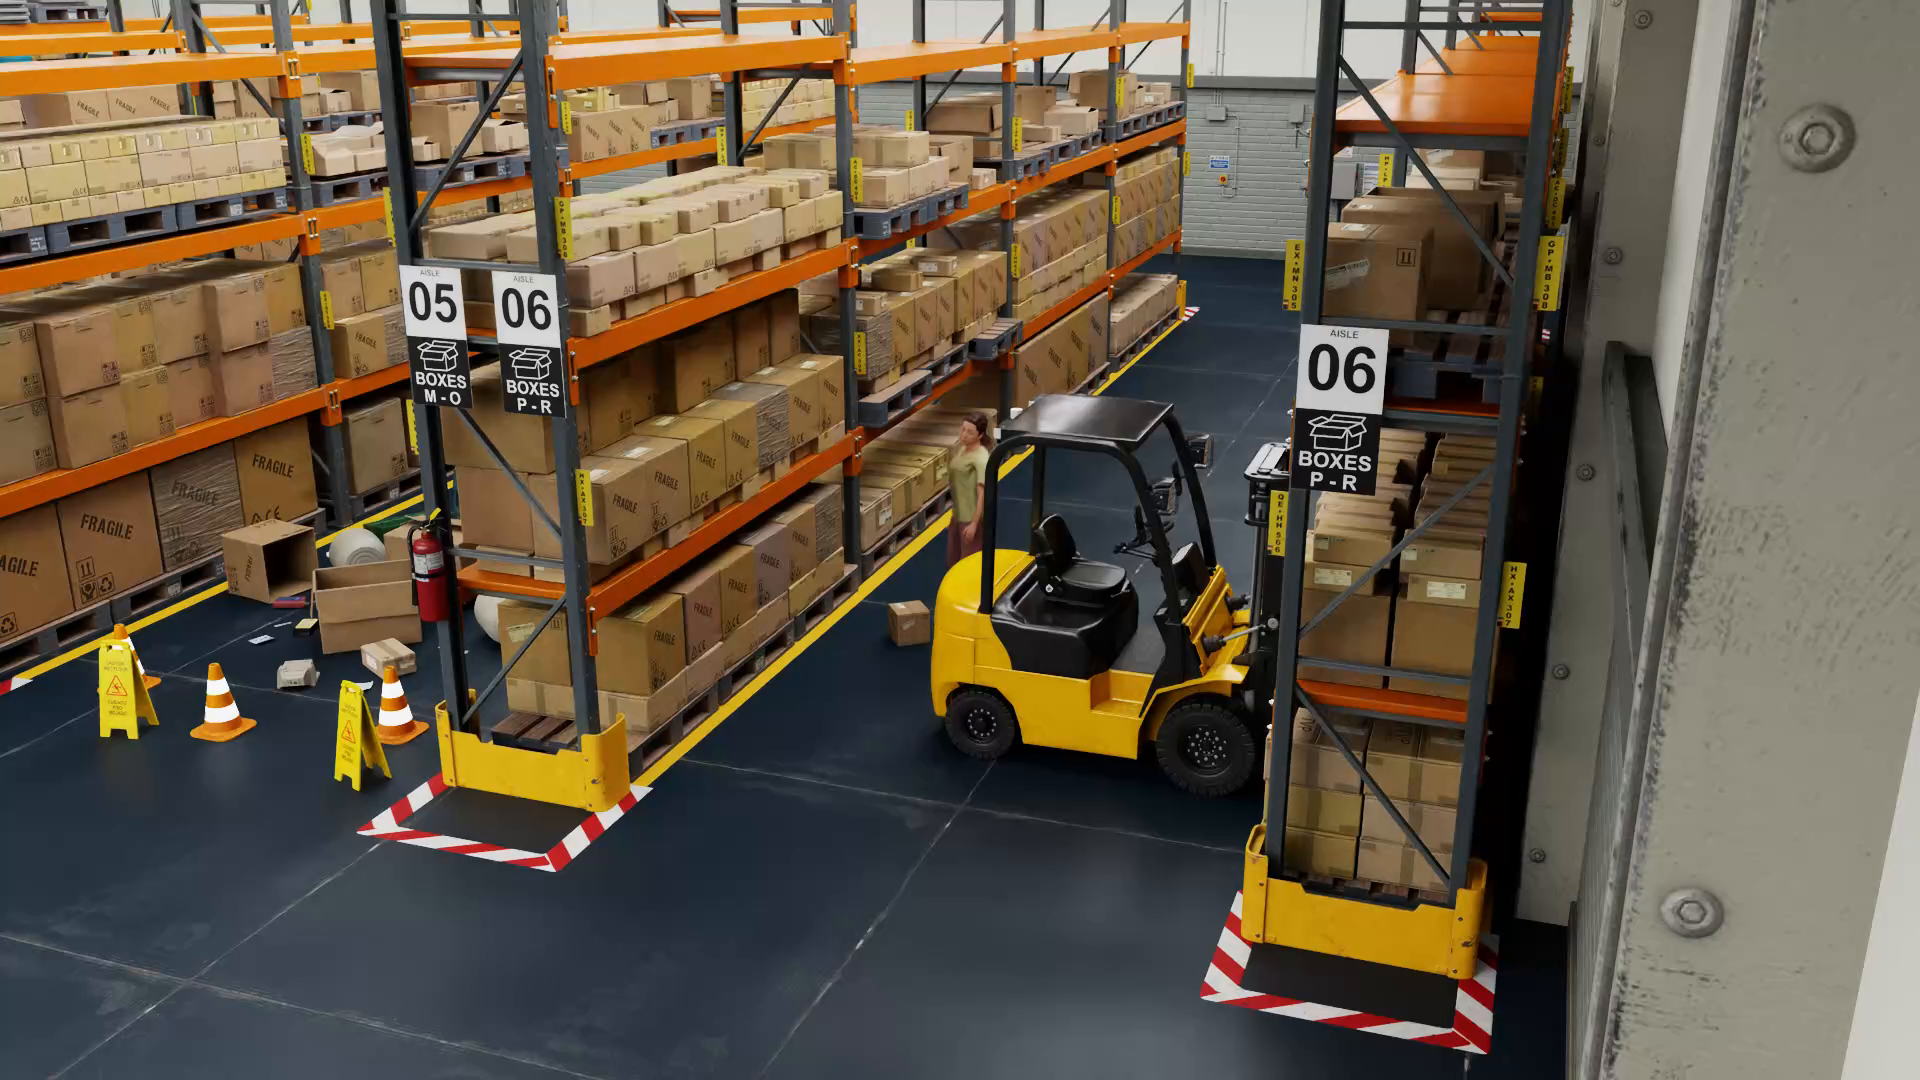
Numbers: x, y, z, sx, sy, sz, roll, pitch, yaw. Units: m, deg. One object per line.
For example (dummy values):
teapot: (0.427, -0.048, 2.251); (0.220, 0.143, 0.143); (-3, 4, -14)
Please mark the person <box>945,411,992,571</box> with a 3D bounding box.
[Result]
person: (0.054, -0.142, 12.488); (0.396, 1.705, 0.514); (-6, 20, -16)
